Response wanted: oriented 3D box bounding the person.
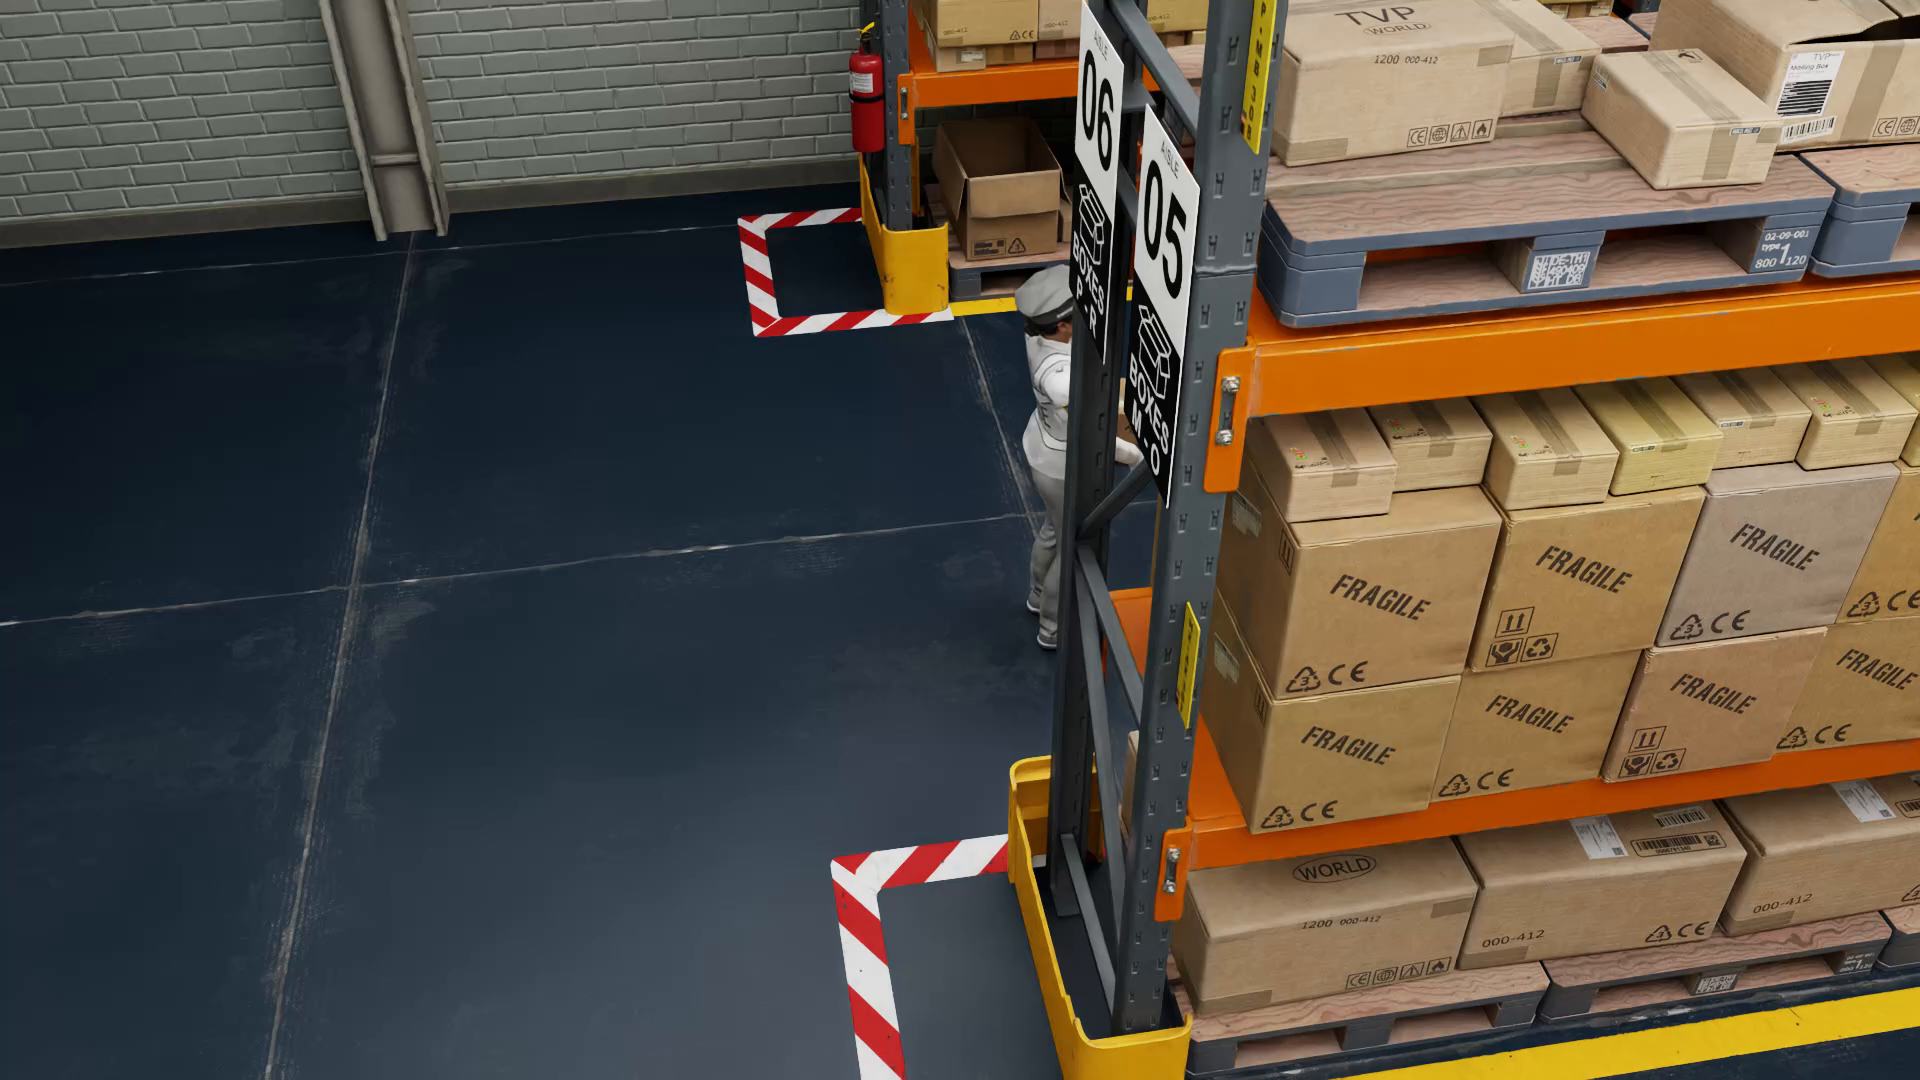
[{"bbox_3d":[0.482,-0.309,6.519,0.558,1.686,0.458,-6,39,-7],"label":"person"}]
